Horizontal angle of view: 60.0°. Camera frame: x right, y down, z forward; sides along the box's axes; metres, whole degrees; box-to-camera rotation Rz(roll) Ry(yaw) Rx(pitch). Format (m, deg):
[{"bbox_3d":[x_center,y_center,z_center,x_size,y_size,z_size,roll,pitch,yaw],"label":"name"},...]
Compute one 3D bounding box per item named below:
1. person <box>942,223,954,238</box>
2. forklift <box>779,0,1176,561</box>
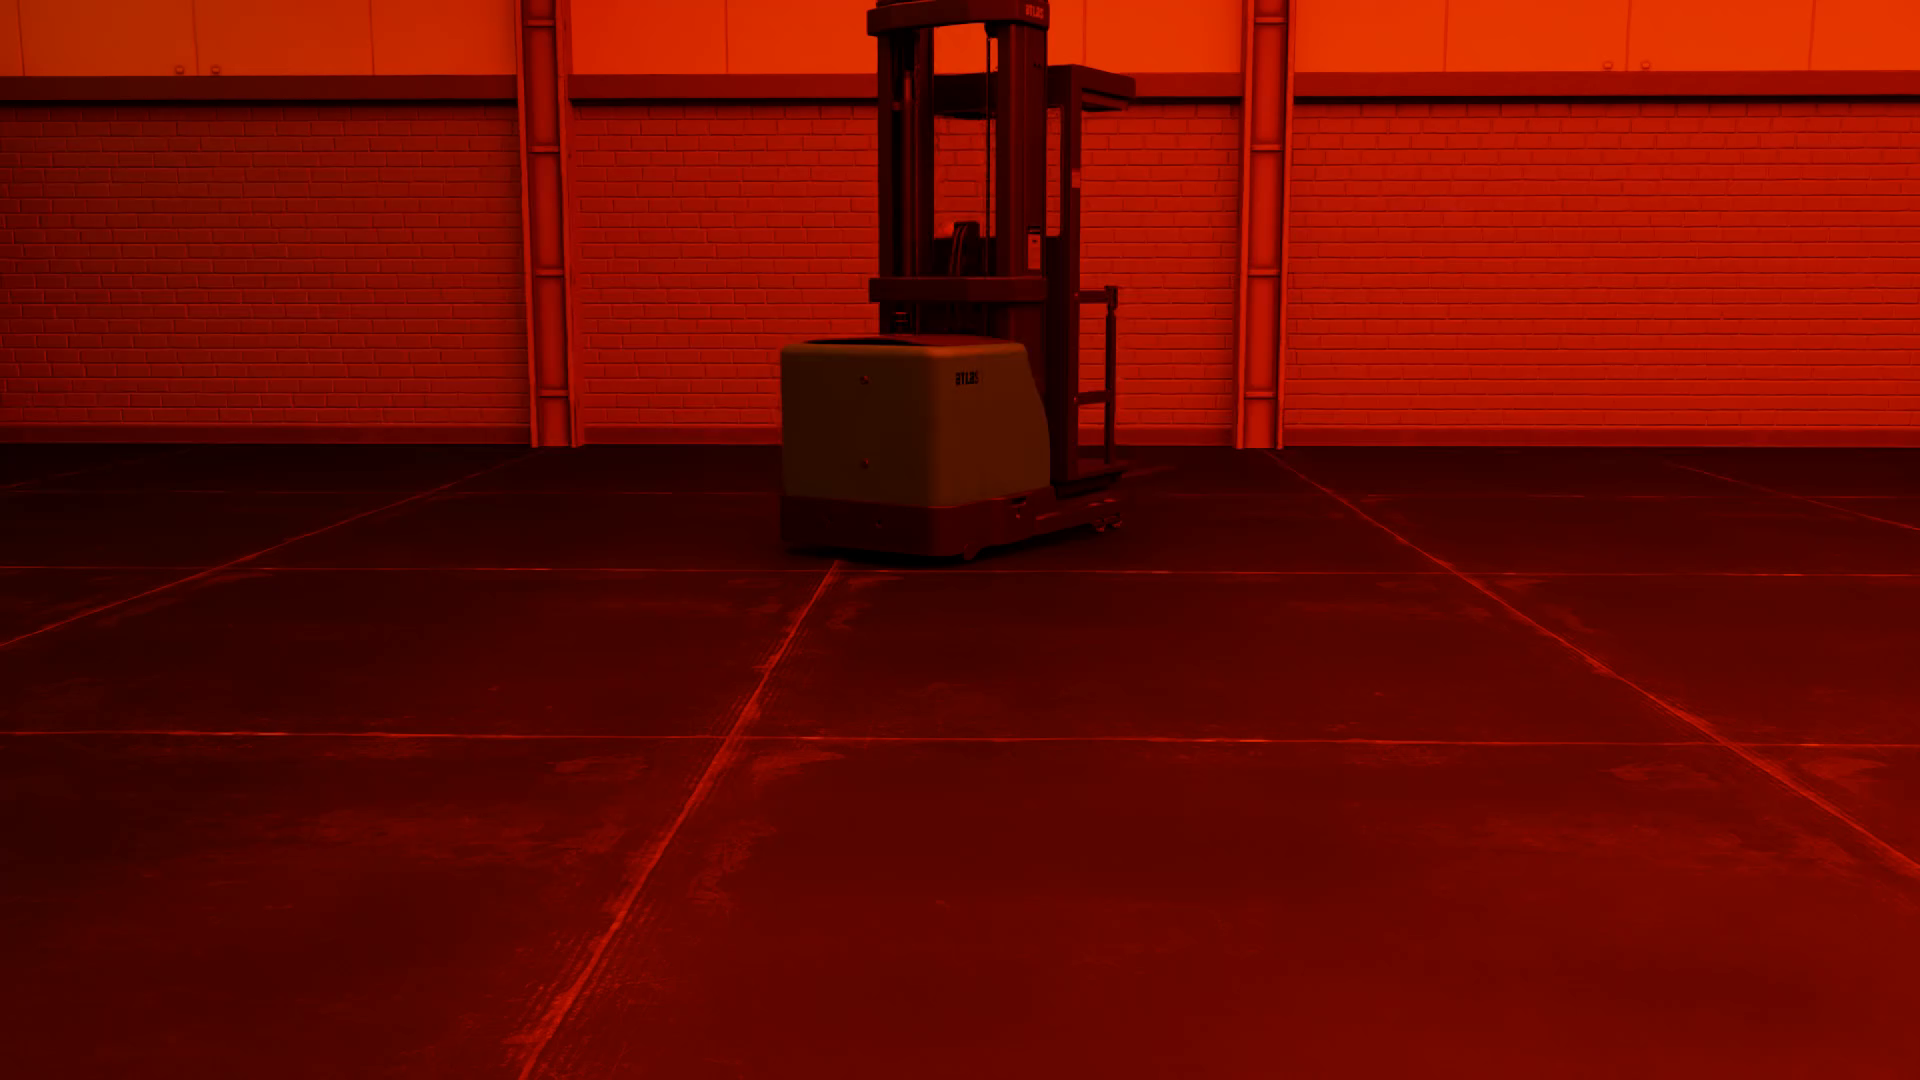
[{"bbox_3d":[0.135,-1.153,10.749,0.575,1.768,0.735,1,9,4],"label":"person"},{"bbox_3d":[0.286,-1.527,9.290,1.130,2.935,3.031,5,10,32],"label":"forklift"}]
